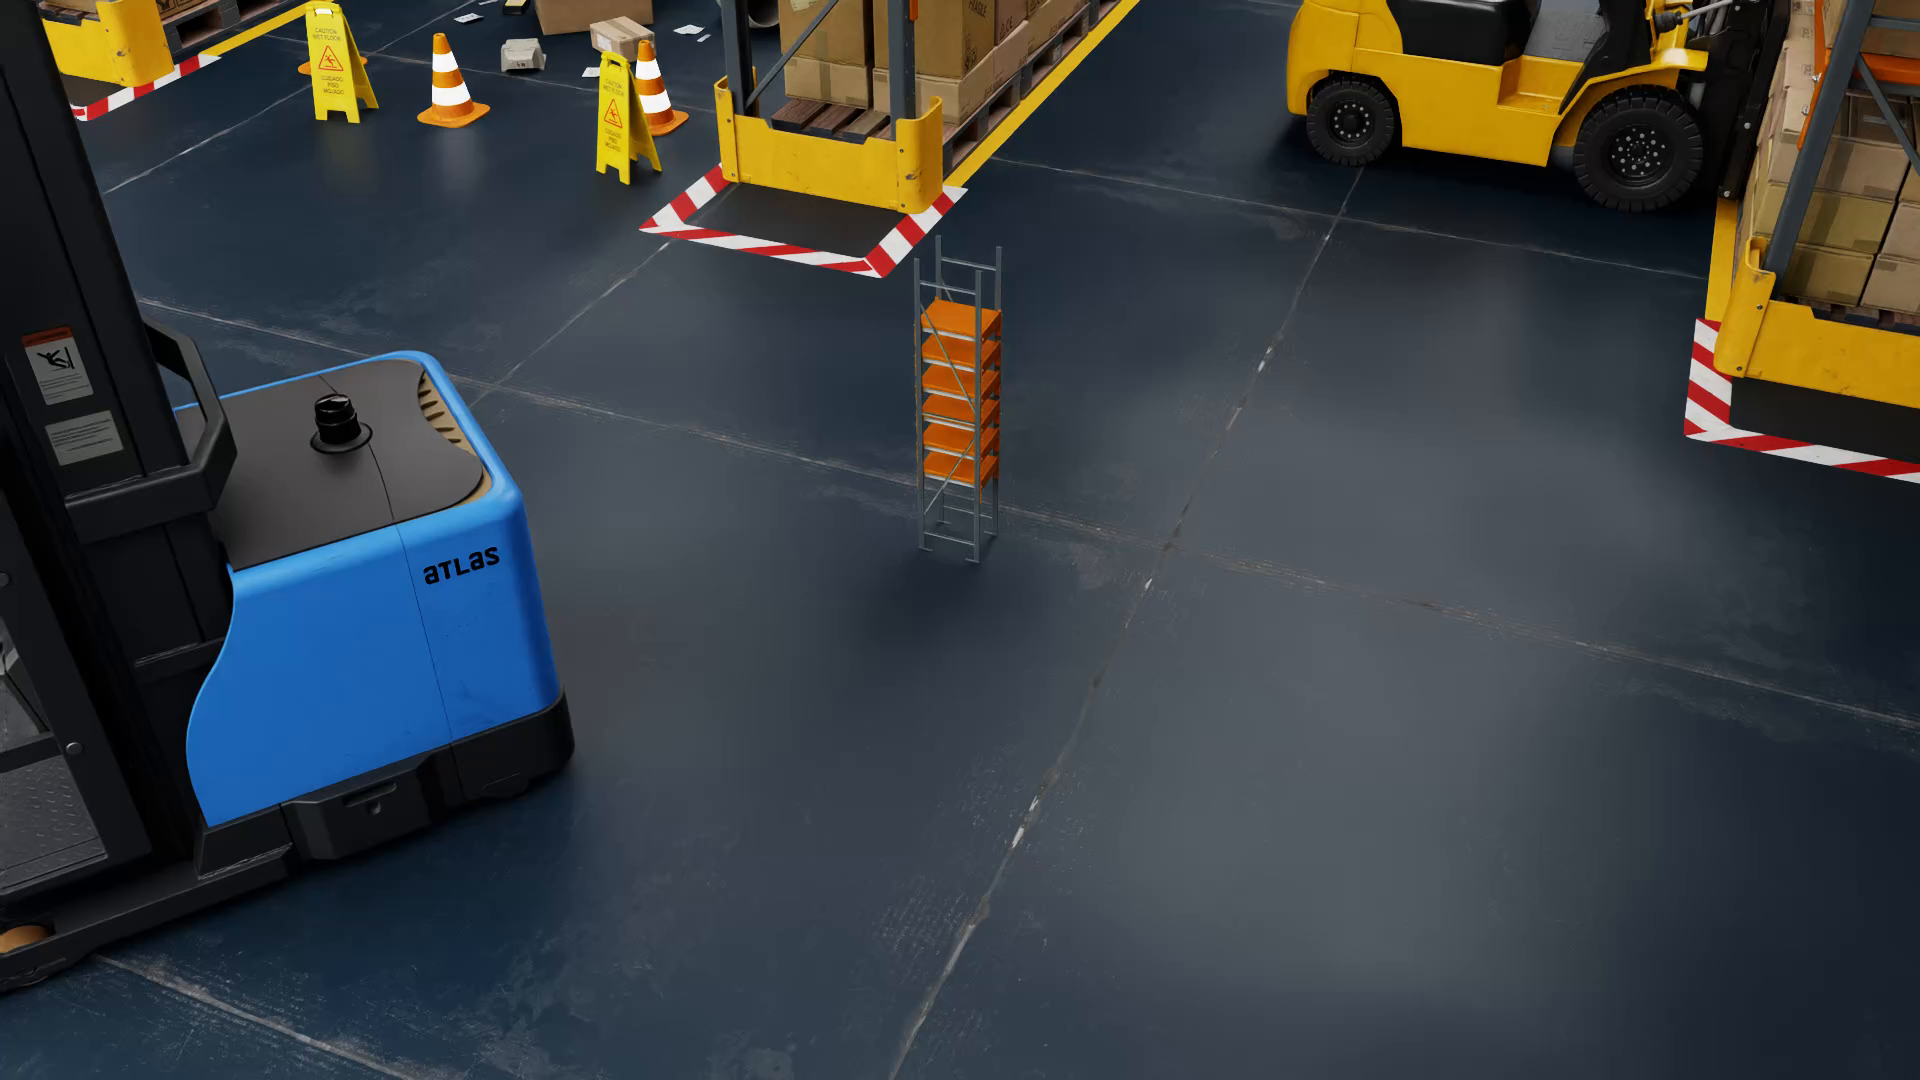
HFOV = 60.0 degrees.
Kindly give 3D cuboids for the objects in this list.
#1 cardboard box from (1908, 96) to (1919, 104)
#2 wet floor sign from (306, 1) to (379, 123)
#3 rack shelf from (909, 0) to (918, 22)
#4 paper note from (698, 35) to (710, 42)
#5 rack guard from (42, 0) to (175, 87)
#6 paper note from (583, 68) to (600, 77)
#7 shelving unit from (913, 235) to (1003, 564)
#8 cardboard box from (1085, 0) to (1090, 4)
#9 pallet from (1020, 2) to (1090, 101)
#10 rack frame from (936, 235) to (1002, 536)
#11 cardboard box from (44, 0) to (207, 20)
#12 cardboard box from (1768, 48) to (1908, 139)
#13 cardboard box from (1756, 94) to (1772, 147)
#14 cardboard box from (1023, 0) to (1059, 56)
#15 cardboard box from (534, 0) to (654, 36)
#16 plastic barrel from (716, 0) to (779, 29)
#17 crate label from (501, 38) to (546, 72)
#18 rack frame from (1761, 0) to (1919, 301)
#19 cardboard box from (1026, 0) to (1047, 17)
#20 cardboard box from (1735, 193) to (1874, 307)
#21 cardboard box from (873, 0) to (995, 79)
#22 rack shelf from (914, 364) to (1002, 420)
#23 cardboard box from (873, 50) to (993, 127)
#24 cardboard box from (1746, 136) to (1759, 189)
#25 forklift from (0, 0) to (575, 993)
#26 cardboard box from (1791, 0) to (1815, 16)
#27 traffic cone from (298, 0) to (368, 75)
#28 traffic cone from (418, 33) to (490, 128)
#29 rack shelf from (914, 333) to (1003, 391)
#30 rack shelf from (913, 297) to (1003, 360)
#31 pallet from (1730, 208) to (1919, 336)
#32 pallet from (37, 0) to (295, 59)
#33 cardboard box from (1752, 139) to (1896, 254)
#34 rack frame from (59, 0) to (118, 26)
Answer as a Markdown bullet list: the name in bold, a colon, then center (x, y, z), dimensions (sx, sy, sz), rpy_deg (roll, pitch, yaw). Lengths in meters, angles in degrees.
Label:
- **cardboard box**: center (4.432, -1.875, 7.363), dimensions (0.500, 0.250, 0.500), rpy_deg (14, 39, 18)
- **wet floor sign**: center (-3.501, -2.697, 9.319), dimensions (0.267, 0.644, 0.232), rpy_deg (7, 37, 10)
- **rack shelf**: center (0.056, -3.855, 9.502), dimensions (1.077, 0.370, 4.000), rpy_deg (14, 39, 18)
- **paper note**: center (-1.612, -3.162, 10.472), dimensions (0.032, 0.001, 0.123), rpy_deg (14, 39, 18)
- **rack guard**: center (-5.330, -3.093, 9.970), dimensions (1.175, 0.500, 0.348), rpy_deg (14, 39, 18)
- **paper note**: center (-2.186, -2.823, 10.001), dimensions (0.148, 0.019, 0.142), rpy_deg (1, 37, 2)
- **shelving unit**: center (-0.005, -0.473, 5.880), dimensions (0.258, 1.200, 0.189), rpy_deg (14, 39, 18)
- **cardboard box**: center (0.647, -3.631, 10.549), dimensions (0.500, 0.250, 0.500), rpy_deg (13, 39, 17)
- **pallet**: center (0.132, -3.075, 10.188), dimensions (1.003, 0.211, 1.213), rpy_deg (14, 39, 18)
- **rack frame**: center (0.029, -0.523, 5.948), dimensions (0.240, 1.200, 0.006), rpy_deg (14, 39, 18)
- **cardboard box**: center (-5.124, -3.815, 10.272), dimensions (0.875, 0.875, 0.875), rpy_deg (14, 39, 18)
- **cardboard box**: center (3.963, -1.984, 7.510), dimensions (0.500, 0.250, 0.500), rpy_deg (15, 39, 19)
- **cardboard box**: center (4.161, -2.080, 8.056), dimensions (0.500, 0.250, 0.500), rpy_deg (13, 39, 17)
- **cardboard box**: center (0.255, -3.072, 9.800), dimensions (0.500, 0.250, 0.500), rpy_deg (16, 40, 21)
- **cardboard box**: center (-2.378, -3.585, 10.626), dimensions (0.797, 0.503, 0.637), rpy_deg (-11, 38, -14)
- **plastic barrel**: center (-1.319, -3.492, 10.568), dimensions (0.421, 0.421, 0.512), rpy_deg (-17, 40, -22)
- **crate label**: center (-2.648, -2.935, 10.062), dimensions (0.250, 0.136, 0.298), rpy_deg (-5, 37, -6)
- **rack frame**: center (3.887, -1.907, 6.296), dimensions (1.000, 3.000, 0.127), rpy_deg (14, 39, 18)
- **cardboard box**: center (0.260, -3.366, 9.567), dimensions (0.500, 0.500, 0.500), rpy_deg (15, 39, 19)
- **cardboard box**: center (3.774, -1.306, 7.437), dimensions (0.500, 0.250, 0.500), rpy_deg (14, 39, 18)
- **cardboard box**: center (-0.134, -2.800, 8.810), dimensions (0.500, 0.500, 0.500), rpy_deg (13, 39, 16)
- **rack shelf**: center (-0.005, -0.533, 5.835), dimensions (0.258, 0.103, 0.180), rpy_deg (14, 39, 18)
- **cardboard box**: center (-0.142, -2.486, 9.016), dimensions (0.500, 0.250, 0.500), rpy_deg (14, 39, 17)
- **cardboard box**: center (4.170, -1.854, 8.171), dimensions (0.500, 0.250, 0.500), rpy_deg (14, 39, 18)
- **forklift**: center (-2.750, -0.248, 4.134), dimensions (3.031, 2.935, 1.130), rpy_deg (-19, 41, -24)
- **cardboard box**: center (4.345, -2.545, 8.260), dimensions (0.500, 0.250, 0.500), rpy_deg (13, 39, 17)
- **traffic cone**: center (-3.806, -3.061, 9.959), dimensions (0.336, 0.463, 0.334), rpy_deg (14, 39, 18)
- **traffic cone**: center (-2.890, -2.616, 9.363), dimensions (0.336, 0.463, 0.334), rpy_deg (14, 39, 18)
- **rack shelf**: center (-0.005, -0.629, 5.763), dimensions (0.258, 0.103, 0.180), rpy_deg (14, 39, 18)
- **rack shelf**: center (-0.005, -0.725, 5.691), dimensions (0.258, 0.103, 0.180), rpy_deg (14, 39, 18)
- **pallet**: center (4.139, -1.223, 7.710), dimensions (1.003, 0.211, 1.213), rpy_deg (14, 39, 18)
- **pallet**: center (-5.089, -3.451, 10.690), dimensions (1.003, 0.211, 1.213), rpy_deg (14, 39, 18)
- **cardboard box**: center (3.783, -1.515, 7.299), dimensions (0.500, 0.250, 0.500), rpy_deg (13, 39, 17)
- **rack frame**: center (-5.321, -4.107, 9.239), dimensions (1.000, 3.000, 0.127), rpy_deg (14, 39, 18)
